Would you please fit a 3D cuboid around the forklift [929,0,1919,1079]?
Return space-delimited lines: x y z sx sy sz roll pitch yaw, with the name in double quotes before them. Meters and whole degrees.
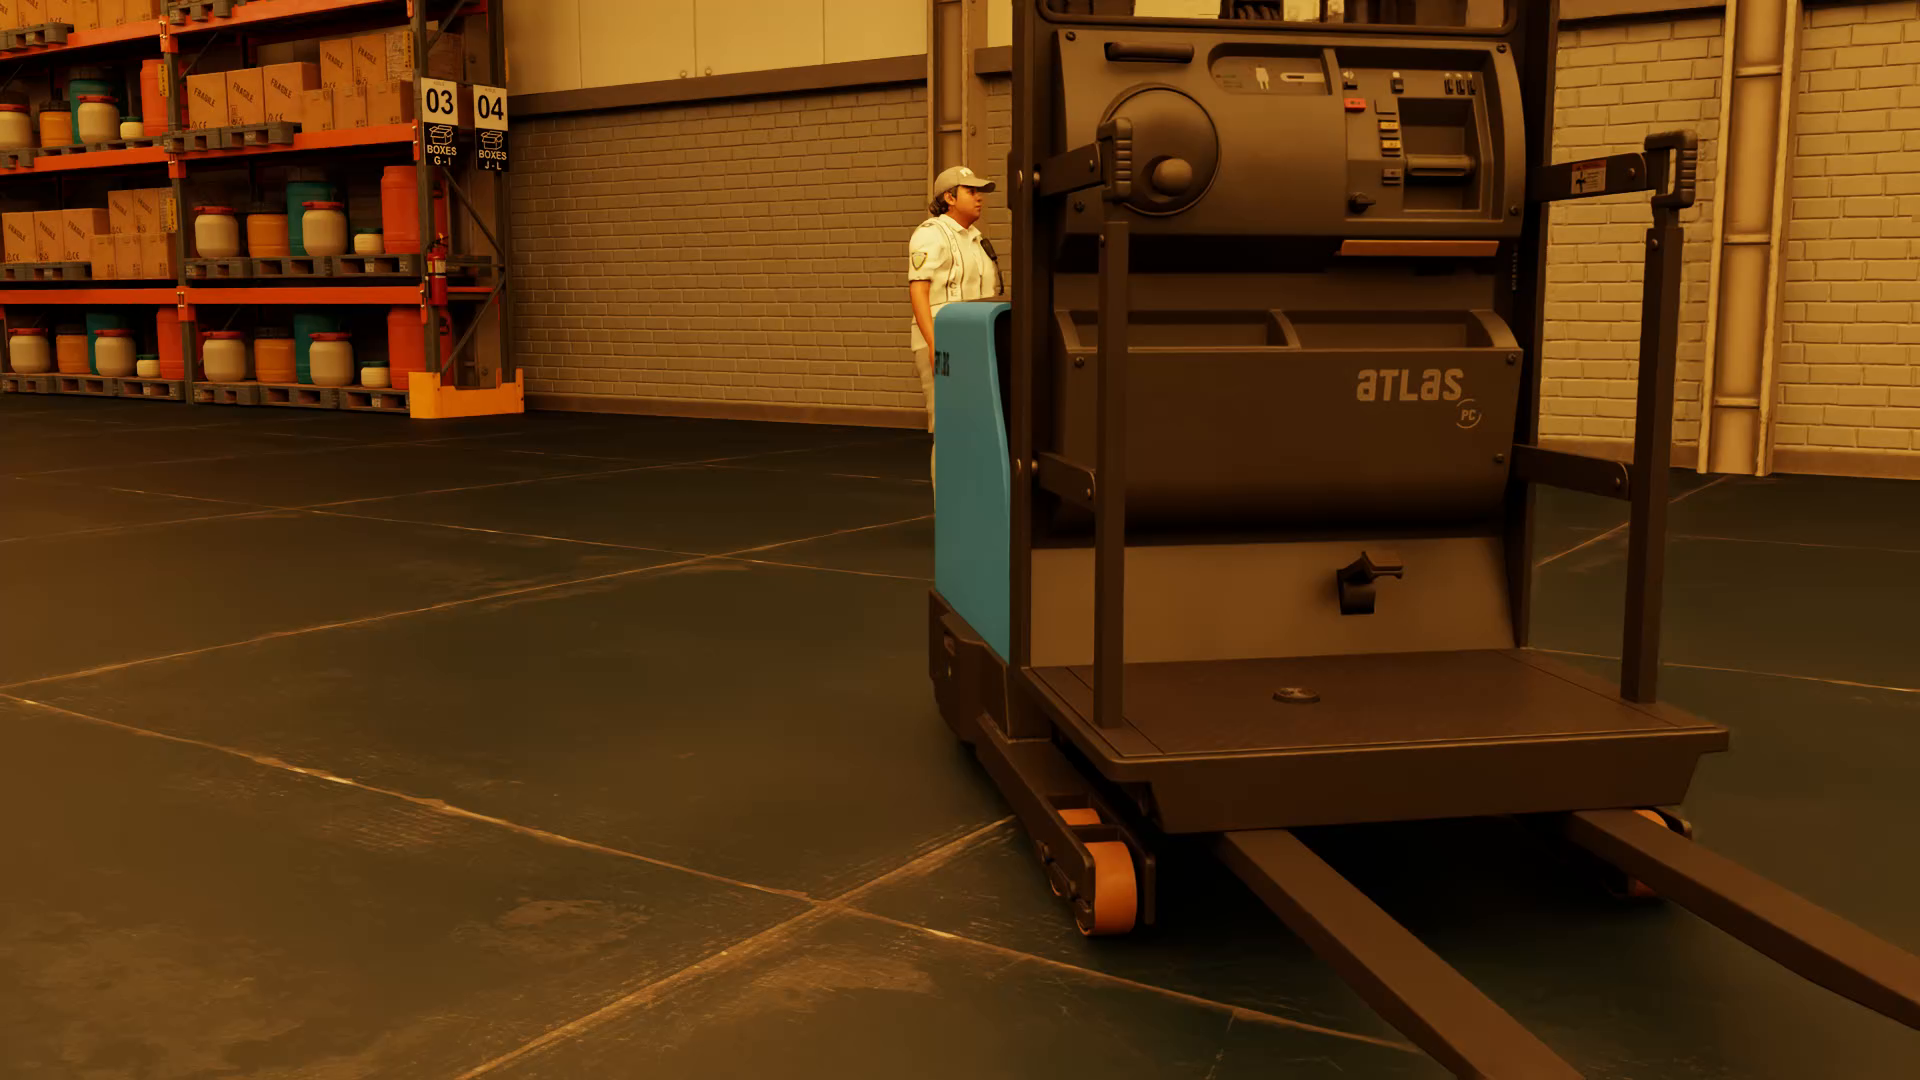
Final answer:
"forklift" 0.688 -0.828 3.015 1.130 2.935 3.031 -1 8 -10

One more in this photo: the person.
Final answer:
"person" 0.051 -0.824 7.424 0.529 1.670 0.598 5 10 34
